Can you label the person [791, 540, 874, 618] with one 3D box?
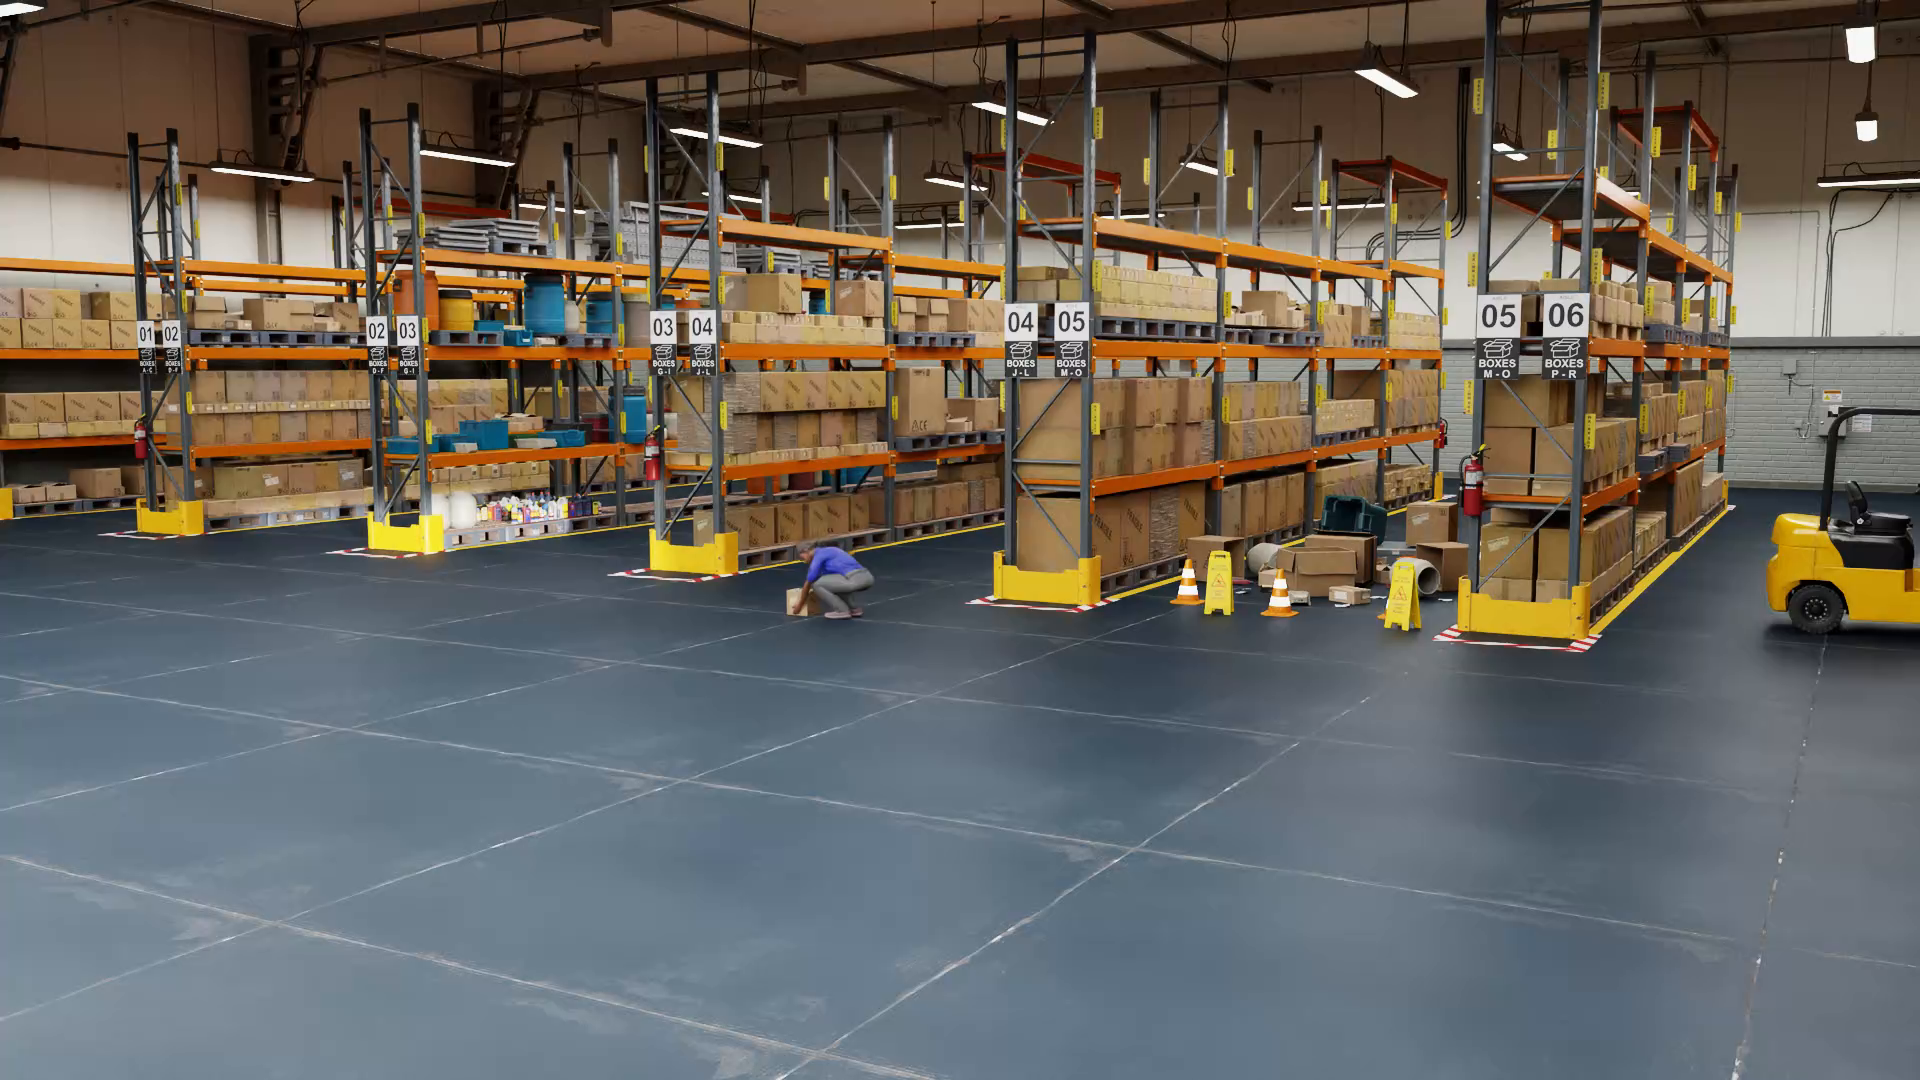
[{"bbox_3d":[-1.285,0.417,16.884,0.847,0.772,0.456,3,7,29],"label":"person"}]
